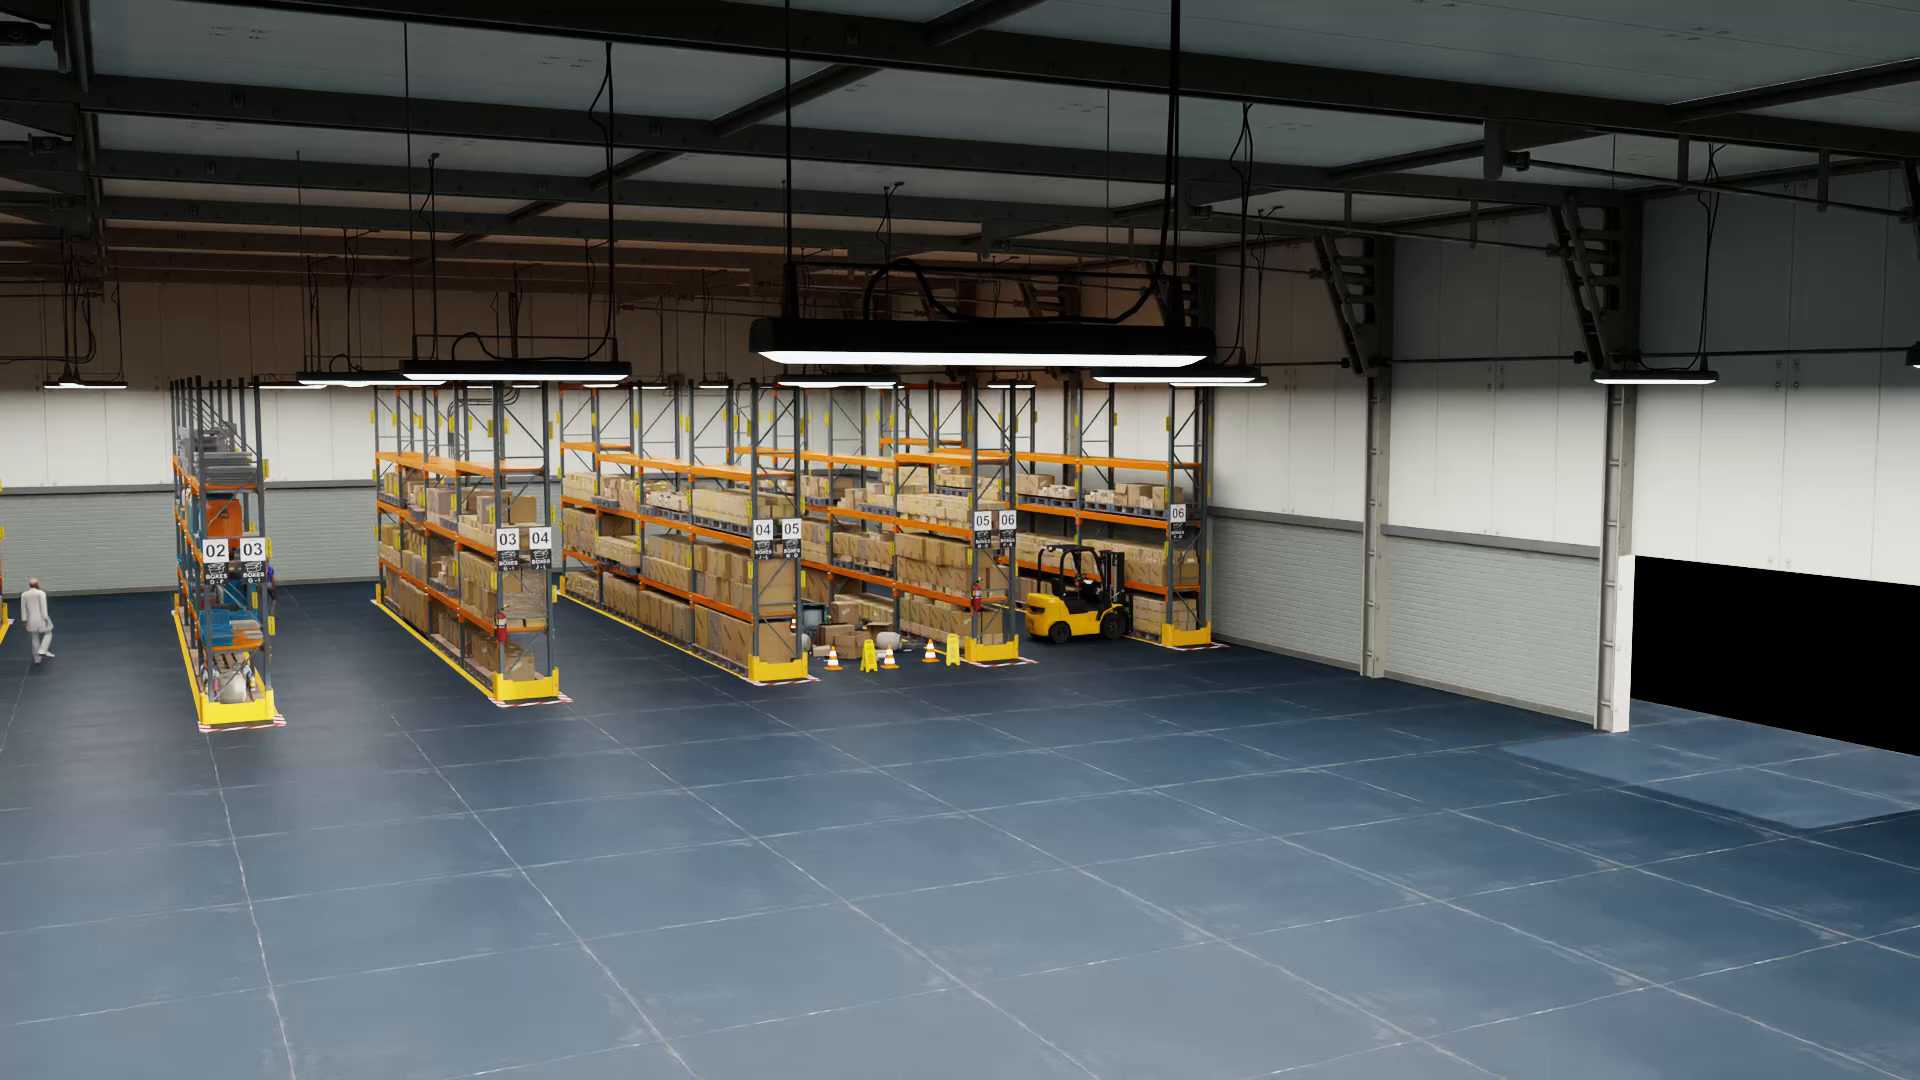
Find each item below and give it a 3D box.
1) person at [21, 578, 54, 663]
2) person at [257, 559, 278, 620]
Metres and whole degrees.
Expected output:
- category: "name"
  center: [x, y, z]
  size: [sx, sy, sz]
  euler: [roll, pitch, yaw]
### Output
- category: "person"
  center: [-19.537, 1.706, 35.187]
  size: [0.625, 1.770, 0.572]
  euler: [-2, 5, -17]
- category: "person"
  center: [-17.310, 1.198, 41.509]
  size: [0.473, 1.643, 0.457]
  euler: [-1, 5, -13]
